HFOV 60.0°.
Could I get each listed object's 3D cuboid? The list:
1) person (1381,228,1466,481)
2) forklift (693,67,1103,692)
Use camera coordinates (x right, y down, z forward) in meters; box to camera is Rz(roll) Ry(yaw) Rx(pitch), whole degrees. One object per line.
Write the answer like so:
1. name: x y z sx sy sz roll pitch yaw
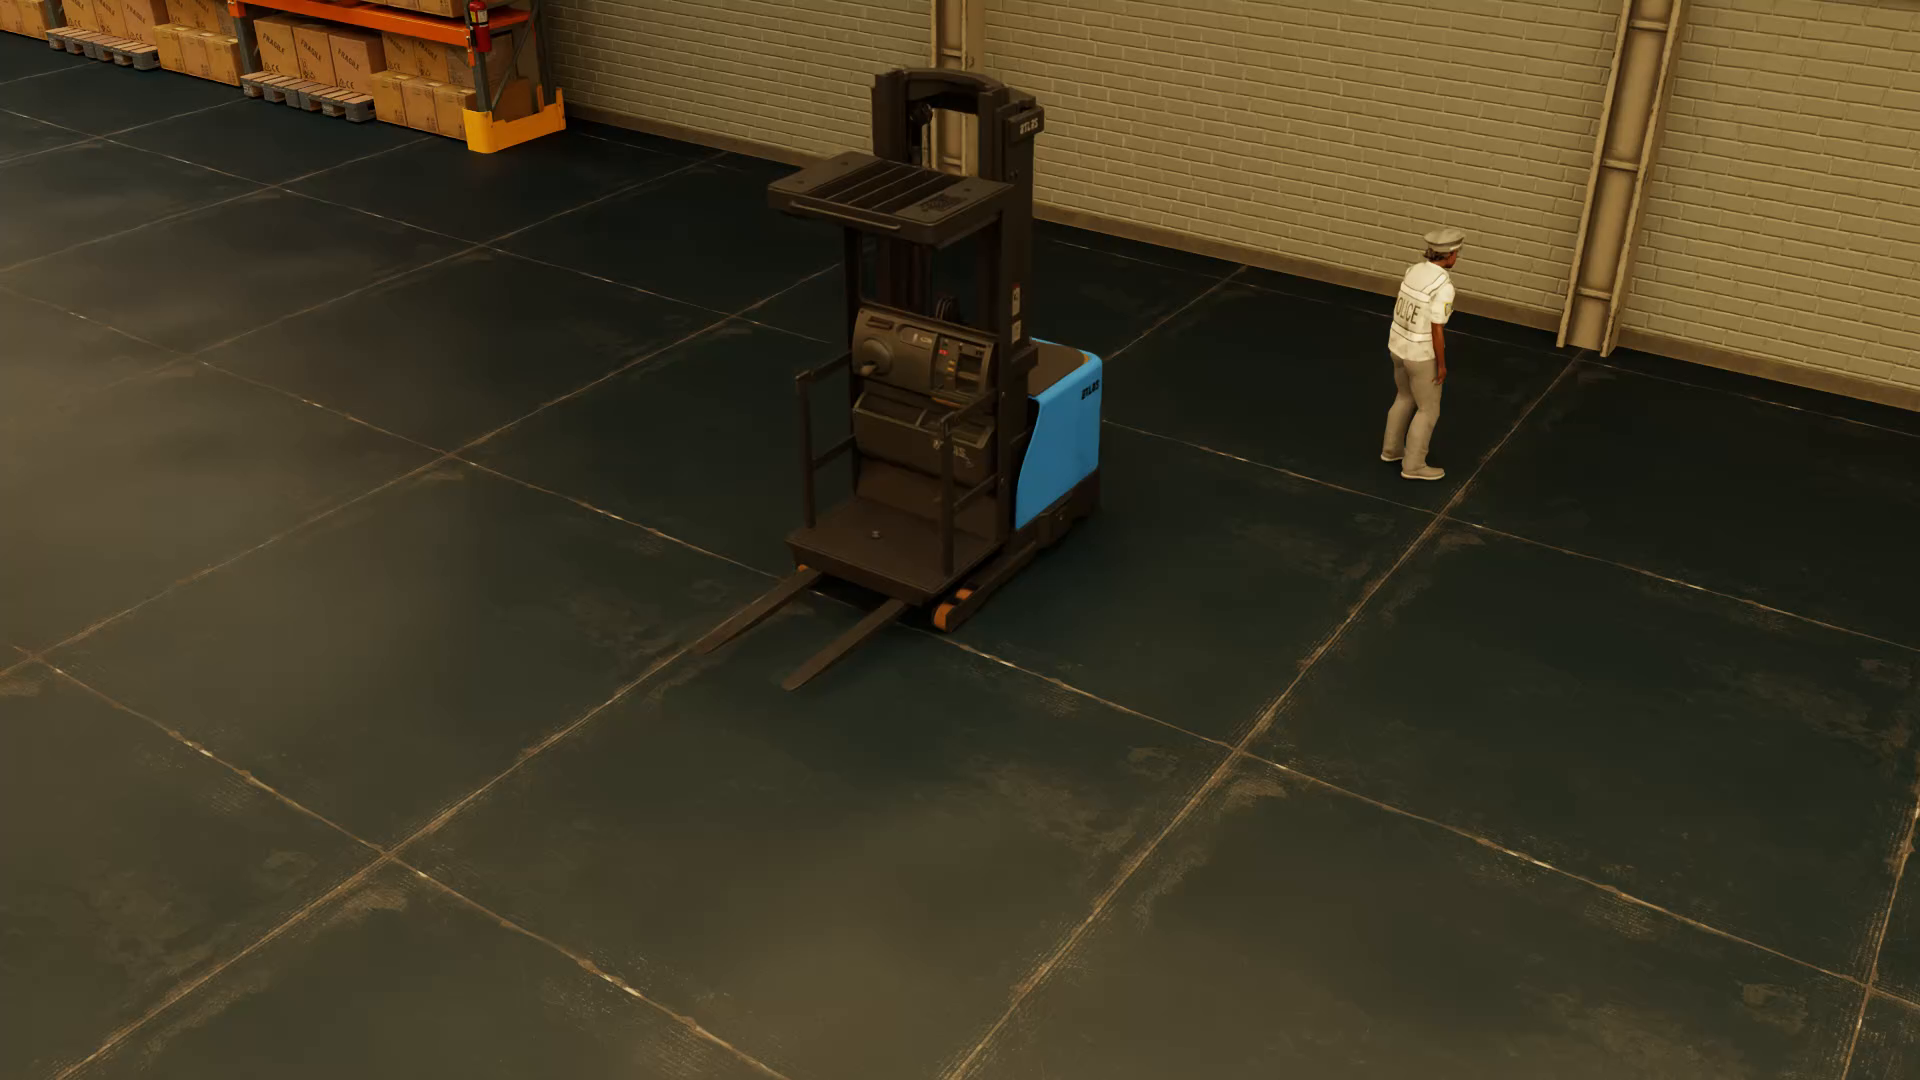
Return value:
1. person: 3.045 -1.221 10.957 0.397 1.656 0.516 -10 32 -17
2. forklift: -0.333 -1.010 9.320 1.130 2.935 3.031 19 35 29
